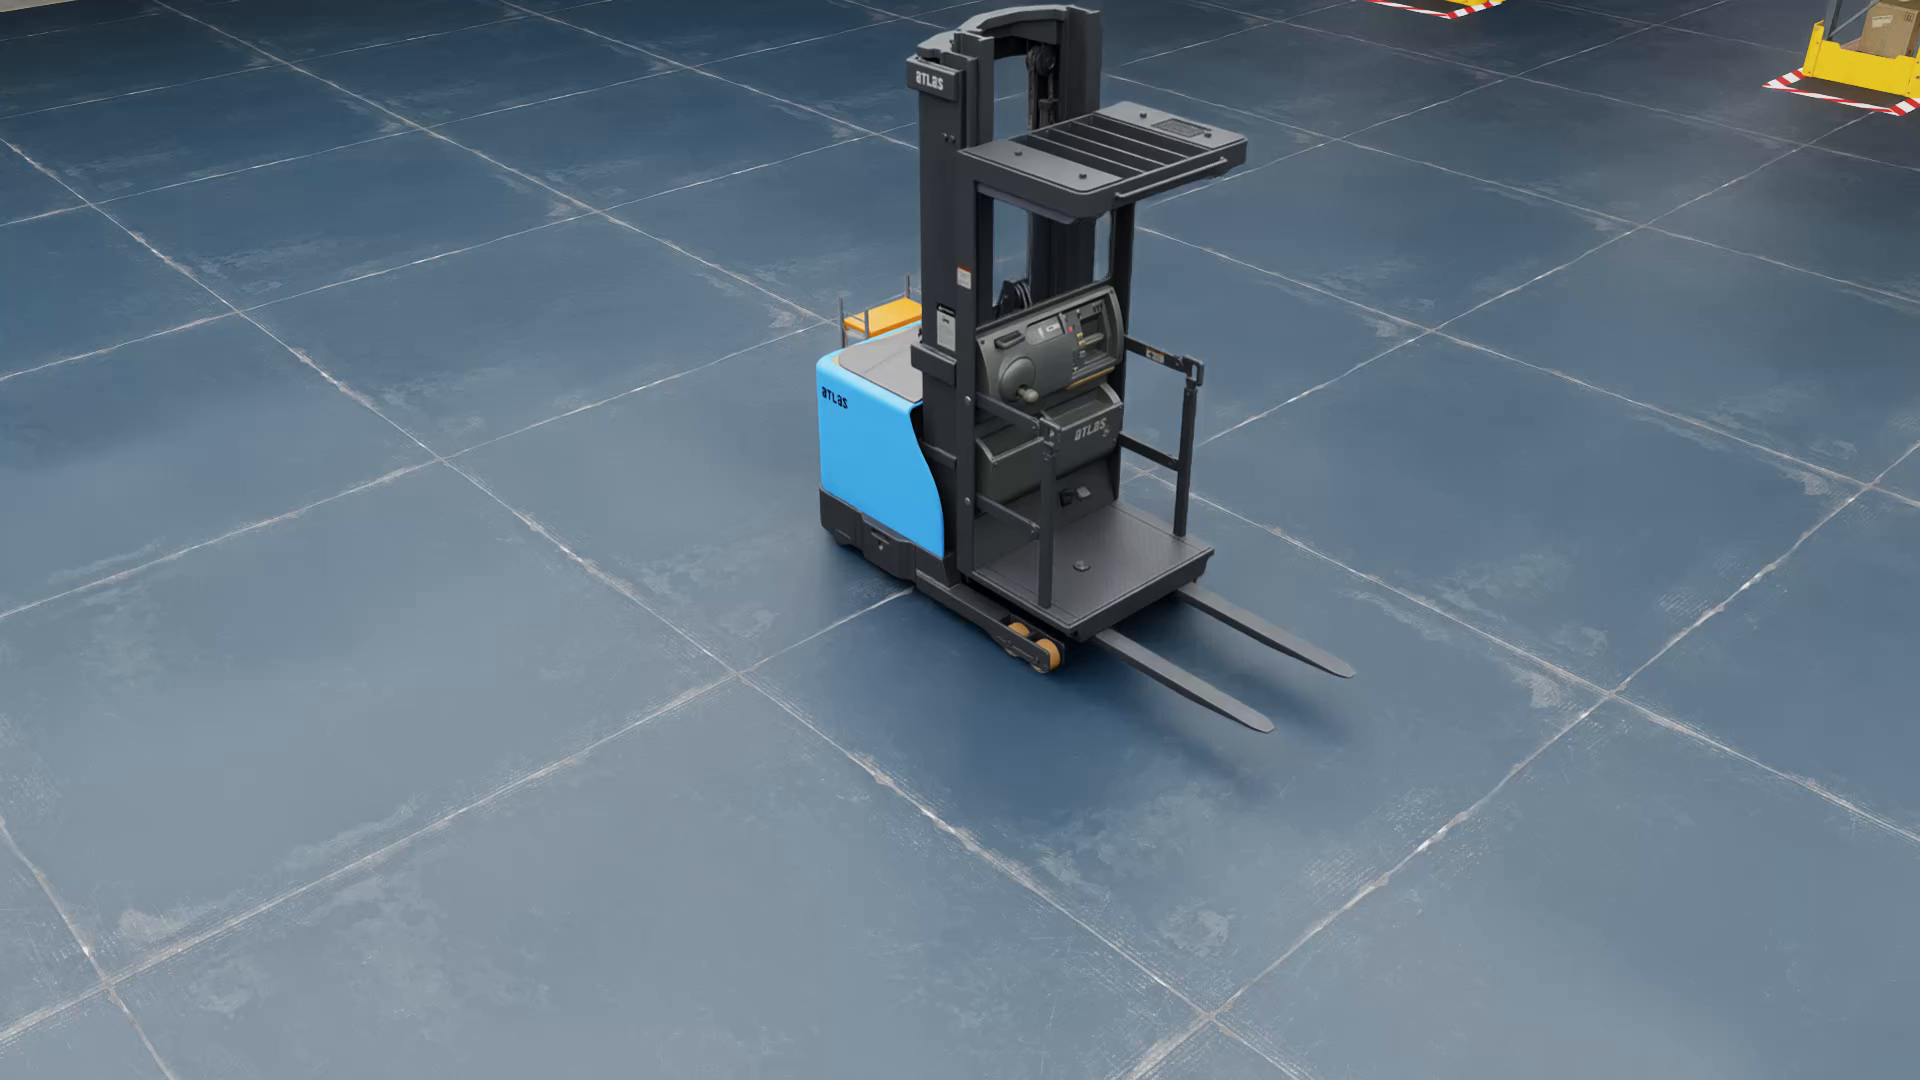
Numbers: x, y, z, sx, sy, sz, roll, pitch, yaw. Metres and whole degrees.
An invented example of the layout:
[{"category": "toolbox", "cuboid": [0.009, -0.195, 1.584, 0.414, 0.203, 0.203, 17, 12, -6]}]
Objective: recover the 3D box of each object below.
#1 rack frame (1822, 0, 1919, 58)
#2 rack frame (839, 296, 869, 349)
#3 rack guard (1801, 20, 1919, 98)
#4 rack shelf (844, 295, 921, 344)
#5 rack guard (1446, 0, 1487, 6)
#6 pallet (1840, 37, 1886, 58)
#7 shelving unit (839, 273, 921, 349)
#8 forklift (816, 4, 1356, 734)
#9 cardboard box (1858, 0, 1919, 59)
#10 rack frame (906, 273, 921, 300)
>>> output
[{"category": "rack frame", "cuboid": [9.080, -5.869, 15.972, 0.127, 3.000, 1.000, -26, 40, -35]}, {"category": "rack frame", "cuboid": [-0.578, -0.780, 9.373, 0.015, 1.200, 0.240, -26, 39, -35]}, {"category": "rack guard", "cuboid": [9.136, -4.829, 16.669, 0.348, 0.500, 1.175, -26, 40, -35]}, {"category": "rack shelf", "cuboid": [-0.400, -1.202, 9.311, 0.480, 0.148, 0.258, -26, 39, -35]}, {"category": "rack guard", "cuboid": [5.737, -6.742, 19.797, 0.348, 0.500, 1.175, -26, 40, -35]}, {"category": "pallet", "cuboid": [9.756, -4.981, 17.193, 1.213, 0.211, 1.003, -26, 40, -35]}, {"category": "shelving unit", "cuboid": [-0.398, -0.866, 9.514, 0.503, 1.200, 0.258, -26, 39, -35]}, {"category": "forklift", "cuboid": [0.591, -0.898, 7.909, 1.130, 2.935, 3.031, -26, 40, -35]}, {"category": "cardboard box", "cuboid": [9.550, -5.197, 16.867, 0.500, 0.500, 0.500, -18, 36, -27]}, {"category": "rack frame", "cuboid": [-0.219, -0.952, 9.655, 0.015, 1.200, 0.240, -26, 39, -35]}]
